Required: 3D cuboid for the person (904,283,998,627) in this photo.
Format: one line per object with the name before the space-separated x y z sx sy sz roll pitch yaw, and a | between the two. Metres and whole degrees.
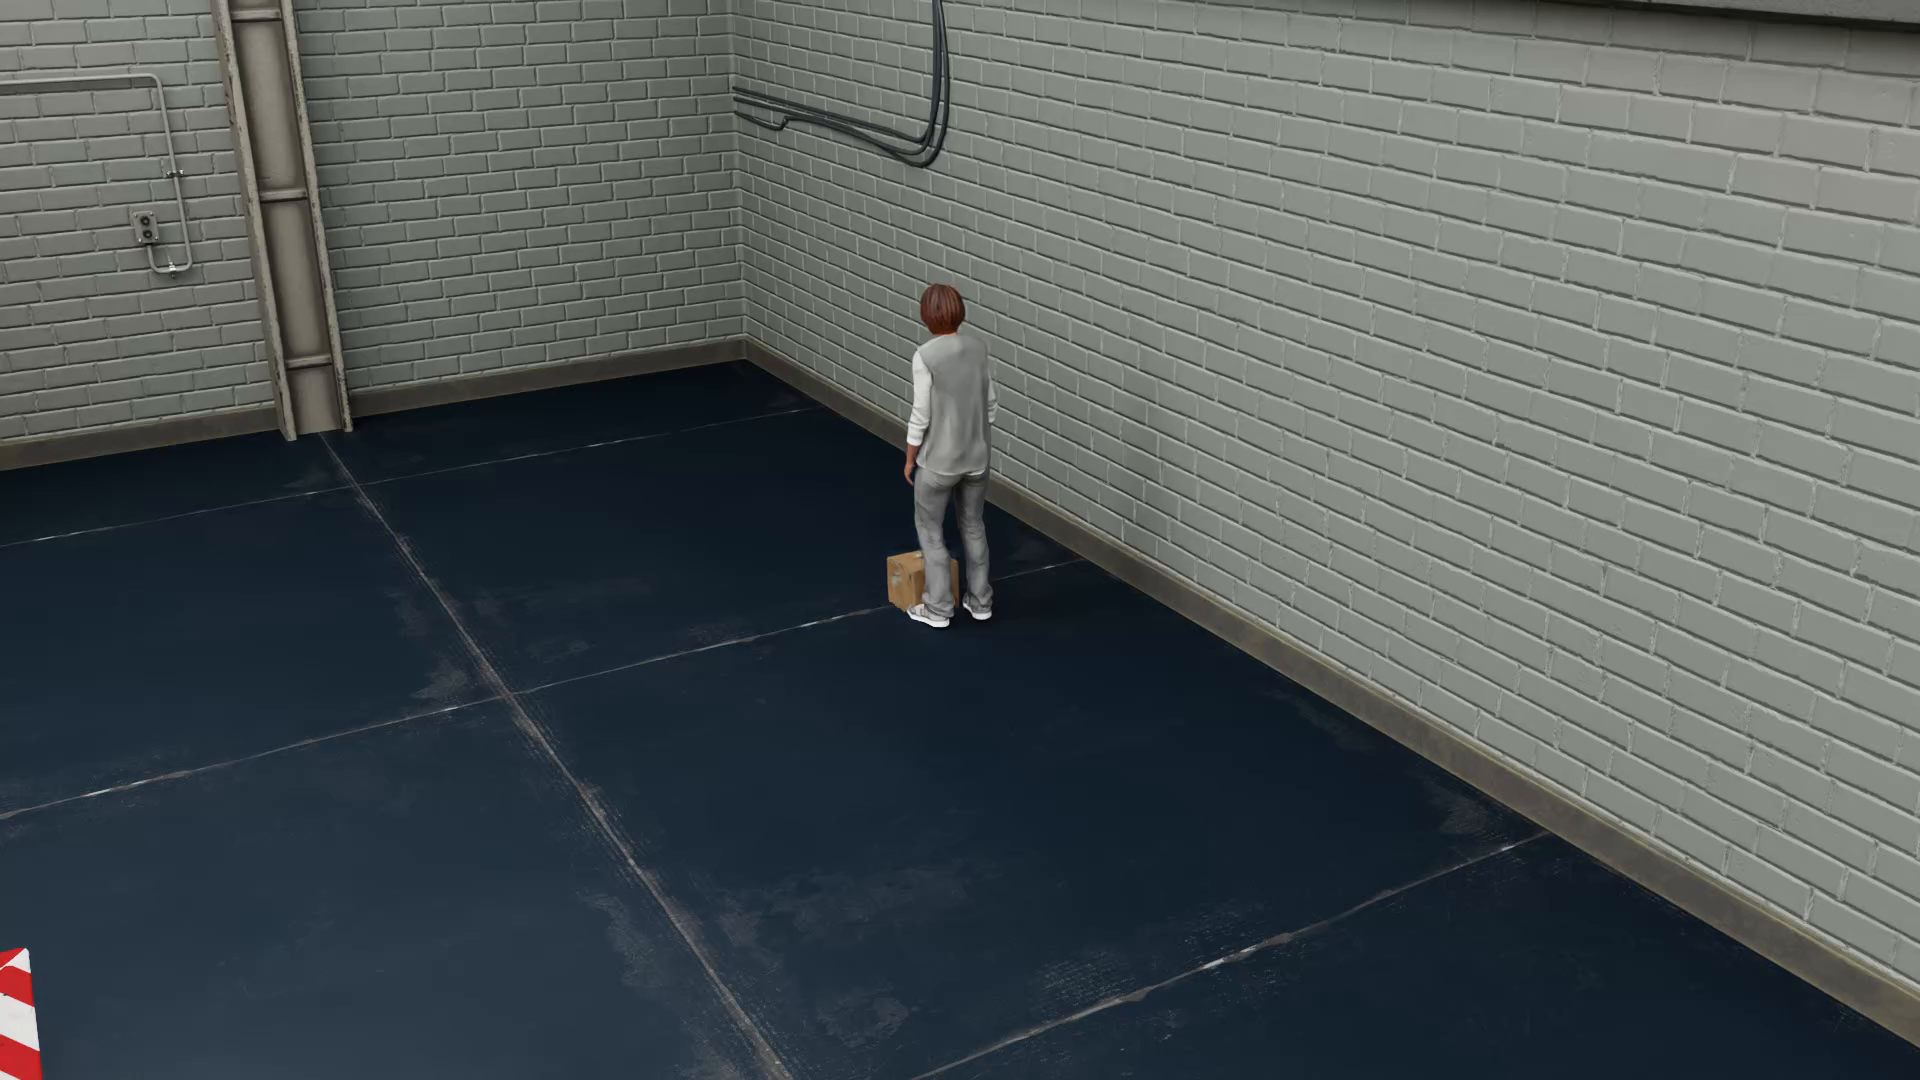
person | -0.049 -0.357 7.497 0.460 1.582 0.374 -13 26 -30
